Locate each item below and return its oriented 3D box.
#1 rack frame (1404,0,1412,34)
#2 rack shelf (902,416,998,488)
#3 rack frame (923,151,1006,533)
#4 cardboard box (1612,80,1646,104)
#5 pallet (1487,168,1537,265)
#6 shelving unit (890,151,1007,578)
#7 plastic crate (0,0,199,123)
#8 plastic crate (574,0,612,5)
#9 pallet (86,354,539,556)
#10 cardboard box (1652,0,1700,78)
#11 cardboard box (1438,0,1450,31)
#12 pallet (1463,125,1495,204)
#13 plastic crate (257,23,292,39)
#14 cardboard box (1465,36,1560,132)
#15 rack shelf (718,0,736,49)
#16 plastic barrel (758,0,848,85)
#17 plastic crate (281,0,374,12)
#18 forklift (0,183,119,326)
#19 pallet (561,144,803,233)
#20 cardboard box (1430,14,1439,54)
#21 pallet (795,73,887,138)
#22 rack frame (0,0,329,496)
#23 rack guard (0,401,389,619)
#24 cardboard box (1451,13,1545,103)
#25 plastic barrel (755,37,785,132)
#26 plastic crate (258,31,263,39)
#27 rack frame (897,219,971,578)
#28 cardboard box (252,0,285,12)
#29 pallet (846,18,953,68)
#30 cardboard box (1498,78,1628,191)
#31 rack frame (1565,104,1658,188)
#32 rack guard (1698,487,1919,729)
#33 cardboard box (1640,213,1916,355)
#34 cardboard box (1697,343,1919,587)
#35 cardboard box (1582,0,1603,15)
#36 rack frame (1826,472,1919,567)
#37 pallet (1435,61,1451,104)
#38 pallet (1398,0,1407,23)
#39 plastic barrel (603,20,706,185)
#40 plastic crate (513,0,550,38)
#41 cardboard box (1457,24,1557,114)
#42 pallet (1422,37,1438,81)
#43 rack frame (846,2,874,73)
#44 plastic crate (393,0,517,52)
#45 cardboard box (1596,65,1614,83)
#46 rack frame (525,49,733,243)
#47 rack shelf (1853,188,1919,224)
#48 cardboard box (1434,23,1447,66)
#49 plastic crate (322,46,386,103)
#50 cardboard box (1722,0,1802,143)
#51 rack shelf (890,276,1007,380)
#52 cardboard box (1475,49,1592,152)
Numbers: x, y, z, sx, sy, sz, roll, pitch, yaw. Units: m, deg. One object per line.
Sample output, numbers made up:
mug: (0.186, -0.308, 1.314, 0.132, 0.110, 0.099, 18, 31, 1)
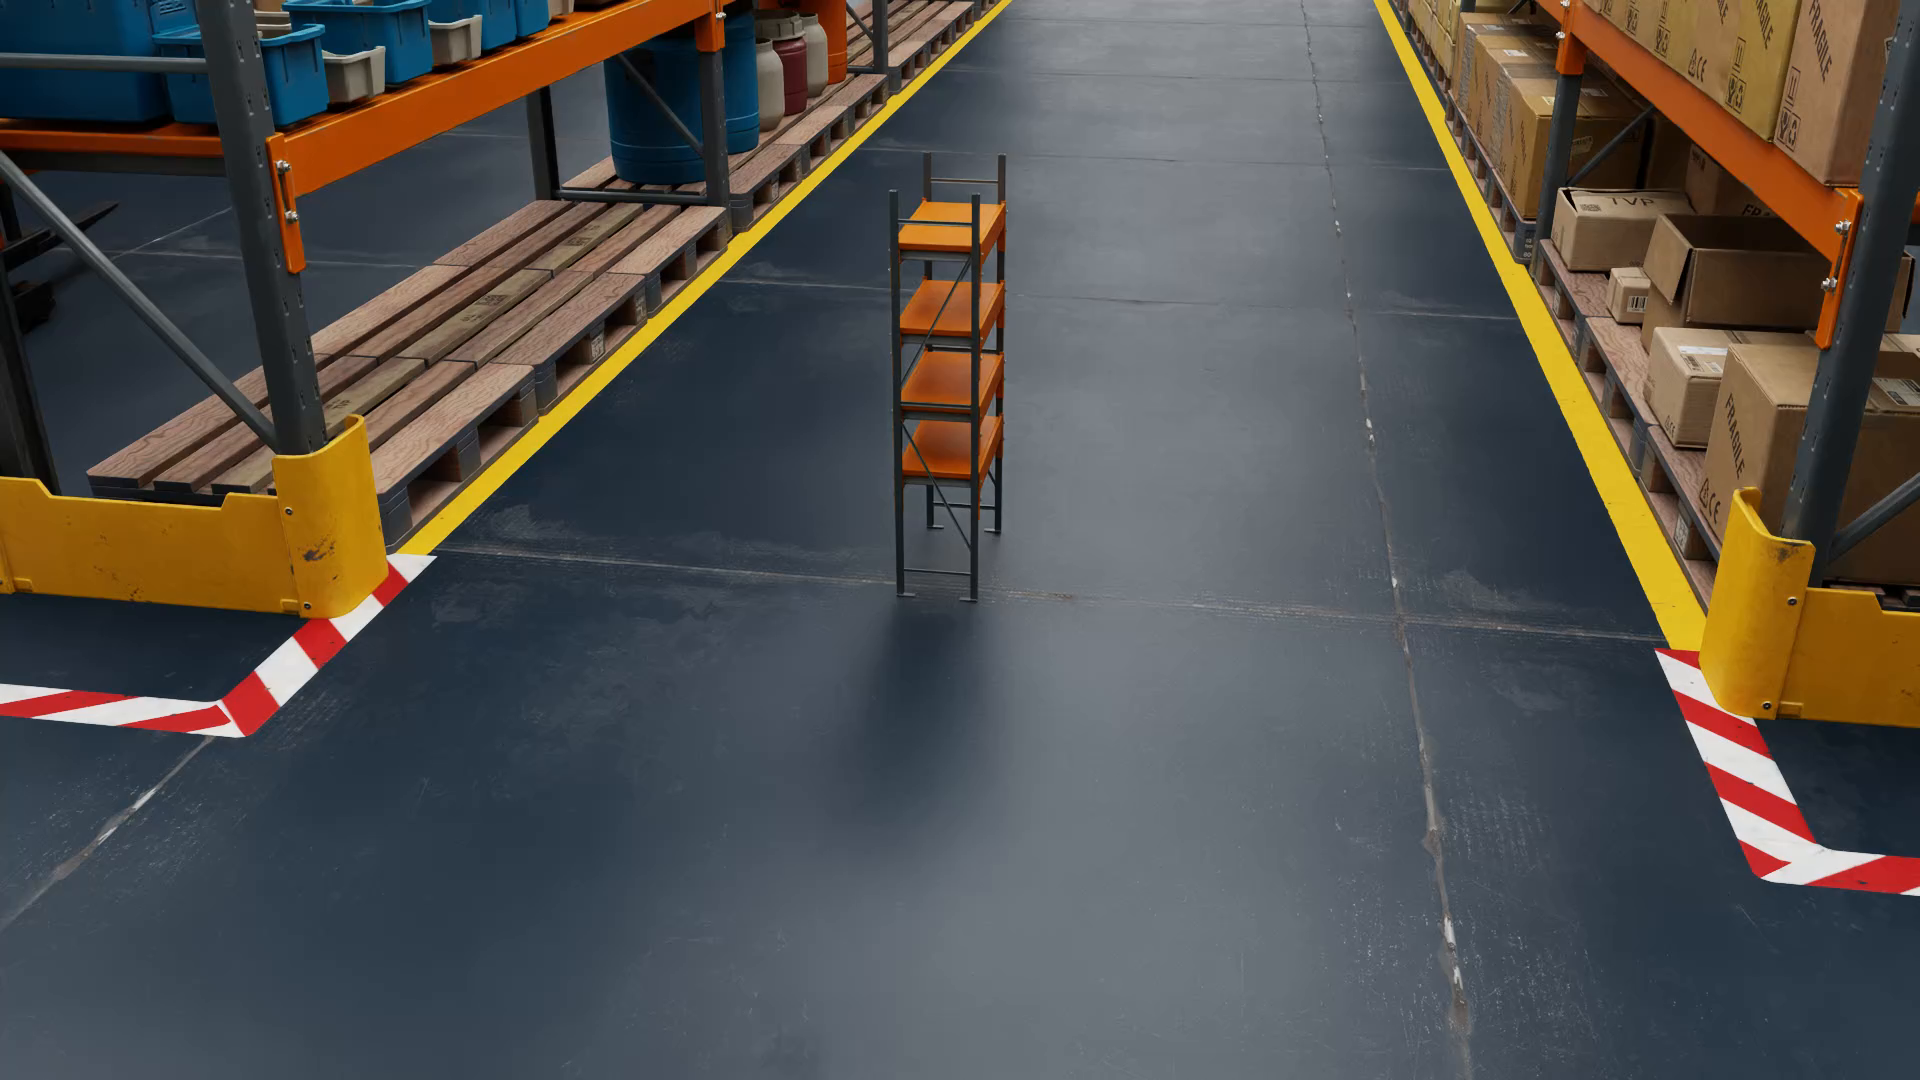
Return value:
rack frame: (4.520, -5.924, 14.368, 1.000, 3.000, 0.127, 4, 25, 9)
rack shelf: (-0.027, -0.269, 4.944, 0.221, 0.050, 0.457, 4, 25, 9)
rack frame: (0.013, -0.576, 5.066, 0.240, 1.200, 0.015, 4, 25, 9)
cardboard box: (3.608, -2.055, 8.531, 0.500, 0.500, 0.500, 4, 25, 9)
pallet: (3.308, -1.658, 8.544, 1.003, 0.211, 1.213, 4, 25, 9)
shelving unit: (-0.027, -0.475, 4.850, 0.258, 1.200, 0.499, 4, 25, 9)
plastic crate: (-2.457, -1.446, 4.689, 0.616, 0.435, 0.499, 4, 25, 9)
plastic crate: (-1.592, -2.339, 6.962, 0.437, 0.125, 0.590, 4, 25, 9)
pallet: (-2.154, -0.329, 5.705, 1.003, 0.211, 1.213, 4, 25, 9)
cardboard box: (2.614, -1.793, 5.425, 0.500, 0.500, 0.500, 4, 25, 8)
cardboard box: (3.787, -3.904, 12.139, 0.500, 0.311, 0.500, 4, 25, 8)
pallet: (3.505, -2.170, 9.637, 1.003, 0.211, 1.213, 4, 25, 9)
plastic crate: (-2.311, -1.632, 5.438, 0.396, 0.136, 0.243, 4, 25, 9)
cardboard box: (3.829, -3.251, 11.026, 1.136, 0.551, 3.017, 3, 25, 7)
rack shelf: (-1.347, -3.434, 9.896, 1.077, 0.370, 4.000, 4, 25, 9)
plastic barrel: (-1.083, -3.598, 11.462, 0.600, 0.830, 0.708, 4, 25, 9)
plastic crate: (-2.260, -1.875, 5.958, 0.298, 0.136, 0.250, 4, 25, 9)
forklift: (-4.569, -2.186, 6.463, 1.130, 2.935, 3.031, 0, 25, 0)
pallet: (-1.506, -1.980, 9.231, 1.003, 0.211, 1.213, 4, 25, 9)
cardboard box: (3.877, -3.859, 12.704, 0.500, 0.250, 0.500, 5, 25, 10)
pallet: (-1.108, -3.000, 11.411, 1.003, 0.211, 1.213, 4, 25, 9)
rack frame: (-2.327, -1.250, 4.382, 1.000, 3.000, 0.127, 4, 25, 9)
rack guard: (-2.318, -0.107, 4.889, 1.175, 0.500, 0.348, 4, 25, 9)
cardboard box: (3.510, -3.148, 10.866, 0.500, 0.500, 0.500, 5, 26, 11)
plastic barrel: (-1.272, -2.739, 10.003, 0.421, 0.512, 0.421, 0, 25, 0)
plastic crate: (-2.373, -1.511, 5.181, 0.396, 0.136, 0.243, 4, 25, 9)
rack frame: (-0.068, -0.372, 4.630, 0.228, 1.046, 0.006, 4, 25, 9)
cardboard box: (-5.817, -4.288, 13.302, 0.700, 0.500, 0.500, 3, 25, 6)
pallet: (-0.653, -4.163, 13.895, 1.003, 0.211, 1.213, 4, 25, 9)
cardboard box: (3.099, -2.078, 8.581, 0.500, 0.500, 0.500, 4, 25, 9)
rack frame: (3.216, -2.578, 7.220, 0.949, 2.616, 0.053, 4, 25, 9)
rack guard: (2.571, 0.195, 4.244, 1.175, 0.500, 0.348, 4, 25, 9)
cardboard box: (2.911, -0.861, 5.977, 0.797, 0.503, 0.637, 4, 25, 9)
cardboard box: (2.405, -0.217, 4.605, 0.500, 0.500, 0.500, 4, 25, 9)
cardboard box: (2.860, -2.429, 6.784, 0.500, 0.500, 0.500, 5, 25, 10)
rack frame: (2.562, -0.905, 3.645, 0.949, 2.616, 0.053, 4, 25, 9)
pallet: (1.155, -3.956, 10.150, 6.198, 3.011, 5.144, 4, 25, 9)
pallet: (4.691, -4.991, 15.664, 1.003, 0.211, 1.213, 4, 25, 9)
plastic barrel: (-1.568, -2.389, 8.796, 0.600, 0.901, 0.708, 4, 25, 9)
plastic crate: (-1.698, -1.958, 6.022, 0.416, 0.233, 0.300, 4, 25, 9)
cardboard box: (3.430, -2.928, 10.398, 0.500, 0.500, 0.500, 3, 25, 7)
pallet: (4.241, -3.839, 13.202, 1.003, 0.211, 1.213, 4, 25, 9)
rack frame: (-1.023, -4.596, 11.531, 0.949, 2.616, 0.053, 4, 25, 9)
plastic crate: (-1.747, -1.833, 5.754, 0.416, 0.233, 0.300, 4, 25, 9)
cardboard box: (3.697, -2.263, 8.976, 0.500, 0.500, 0.500, 4, 25, 9)
rack frame: (-1.674, -2.923, 7.957, 1.000, 3.000, 0.127, 4, 25, 9)
rack shelf: (2.886, -1.537, 5.529, 0.919, 0.052, 3.809, 4, 25, 9)
cardboard box: (3.792, -3.649, 12.255, 0.500, 0.250, 0.500, 4, 25, 8)
plastic crate: (-1.828, -1.367, 4.872, 0.250, 0.136, 0.298, 4, 25, 9)
cardboard box: (2.445, -1.374, 4.529, 0.500, 0.500, 0.500, 4, 25, 9)
rack shelf: (-0.027, -0.616, 4.781, 0.258, 0.148, 0.480, 4, 25, 9)
cardboard box: (3.263, -2.500, 9.483, 0.500, 0.500, 0.500, 3, 25, 7)
